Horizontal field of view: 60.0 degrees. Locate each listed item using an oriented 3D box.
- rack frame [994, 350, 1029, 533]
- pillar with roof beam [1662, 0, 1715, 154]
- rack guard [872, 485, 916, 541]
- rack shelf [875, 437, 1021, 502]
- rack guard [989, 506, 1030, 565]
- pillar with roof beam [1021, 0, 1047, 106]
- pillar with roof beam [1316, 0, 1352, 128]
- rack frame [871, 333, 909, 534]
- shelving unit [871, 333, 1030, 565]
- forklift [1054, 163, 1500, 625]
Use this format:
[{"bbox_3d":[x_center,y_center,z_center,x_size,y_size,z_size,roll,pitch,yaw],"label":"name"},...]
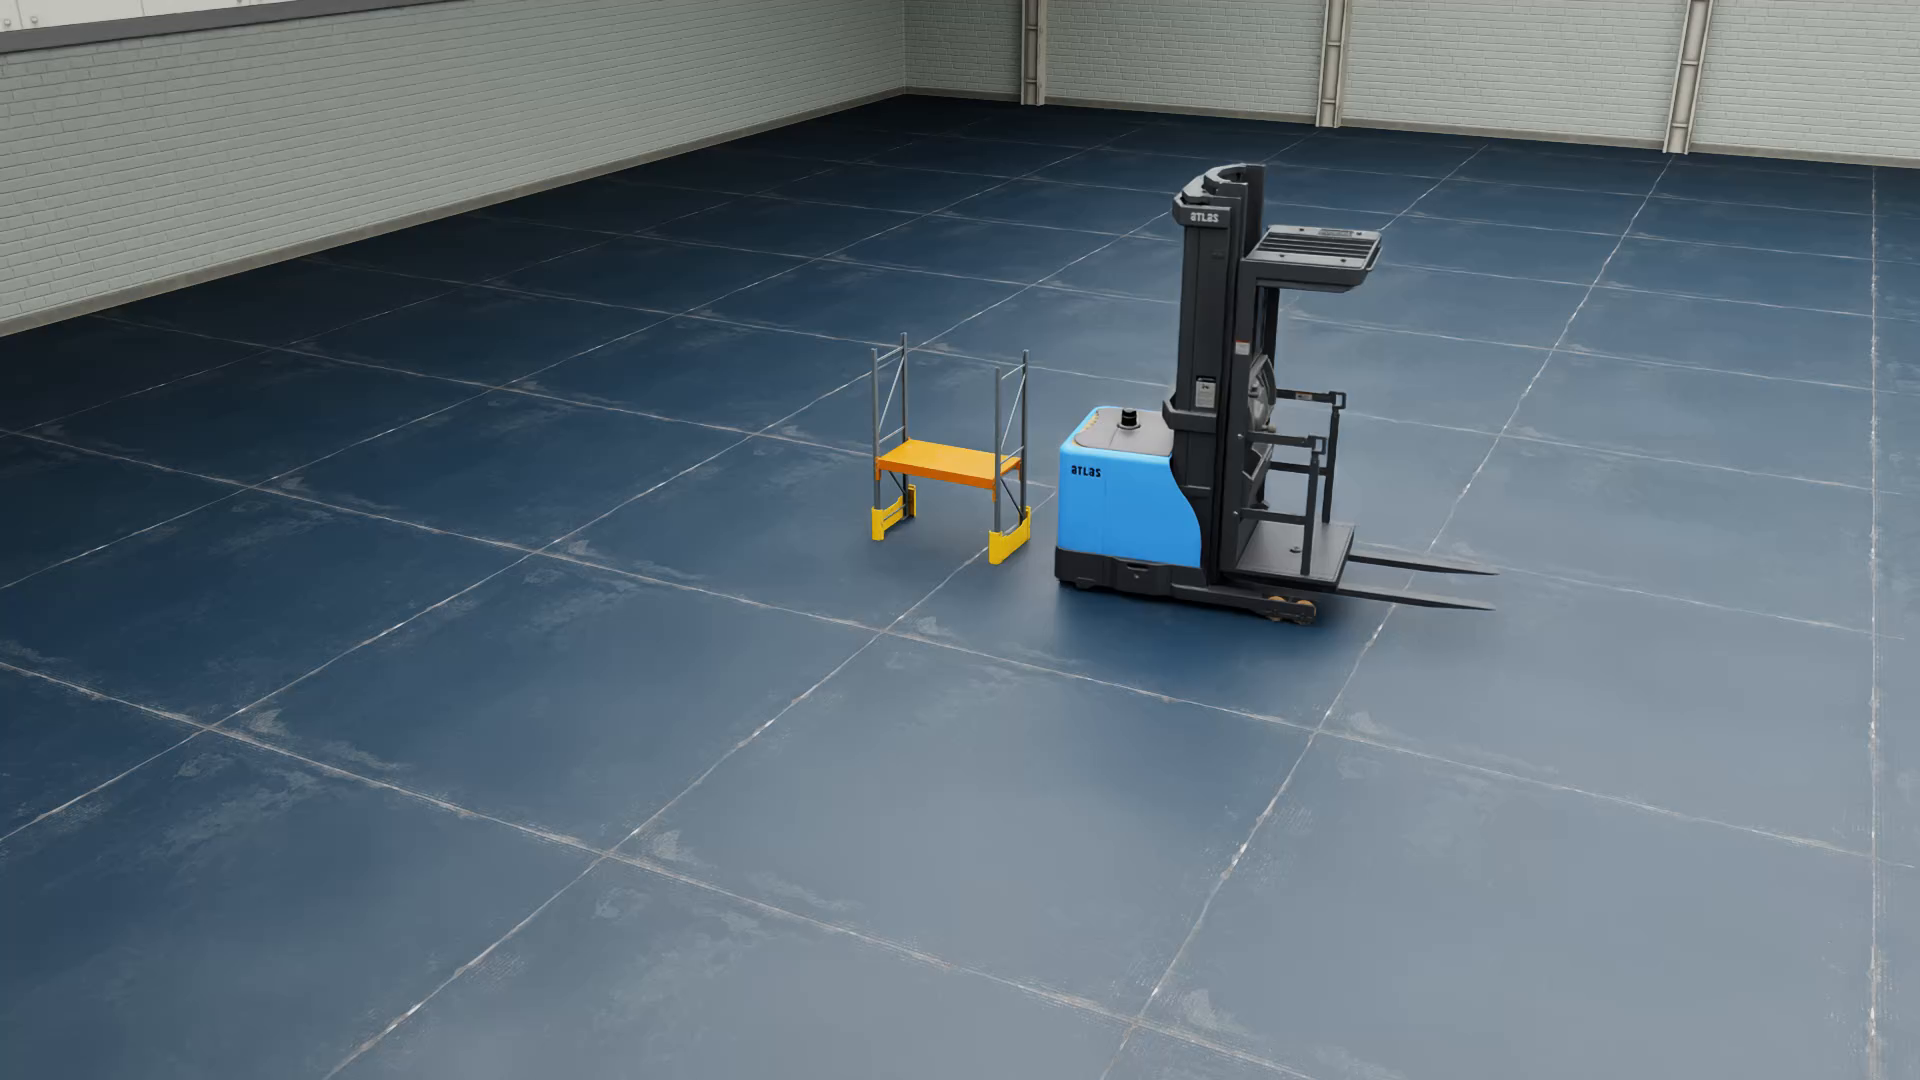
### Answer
[{"bbox_3d":[0.378,-0.615,12.281,0.032,1.500,0.500,11,25,25],"label":"rack frame"},{"bbox_3d":[10.221,-9.233,22.961,0.400,9.000,9.100,11,25,25],"label":"pillar with roof beam"},{"bbox_3d":[-0.512,-0.216,12.940,0.087,0.250,0.587,11,25,25],"label":"rack guard"},{"bbox_3d":[-0.076,-0.540,12.562,1.000,0.185,0.538,11,25,25],"label":"rack shelf"},{"bbox_3d":[0.376,-0.041,12.526,0.087,0.250,0.587,11,25,25],"label":"rack guard"},{"bbox_3d":[-0.488,-11.352,27.944,0.400,9.000,9.100,11,25,25],"label":"pillar with roof beam"},{"bbox_3d":[4.867,-10.292,25.453,0.400,9.000,9.100,11,25,25],"label":"pillar with roof beam"},{"bbox_3d":[-0.530,-0.795,12.703,0.032,1.500,0.500,11,25,25],"label":"rack frame"},{"bbox_3d":[-0.068,-0.704,12.488,1.083,1.500,0.587,11,25,25],"label":"shelving unit"},{"bbox_3d":[2.254,-1.002,11.360,3.031,2.935,1.130,8,24,18],"label":"forklift"}]
